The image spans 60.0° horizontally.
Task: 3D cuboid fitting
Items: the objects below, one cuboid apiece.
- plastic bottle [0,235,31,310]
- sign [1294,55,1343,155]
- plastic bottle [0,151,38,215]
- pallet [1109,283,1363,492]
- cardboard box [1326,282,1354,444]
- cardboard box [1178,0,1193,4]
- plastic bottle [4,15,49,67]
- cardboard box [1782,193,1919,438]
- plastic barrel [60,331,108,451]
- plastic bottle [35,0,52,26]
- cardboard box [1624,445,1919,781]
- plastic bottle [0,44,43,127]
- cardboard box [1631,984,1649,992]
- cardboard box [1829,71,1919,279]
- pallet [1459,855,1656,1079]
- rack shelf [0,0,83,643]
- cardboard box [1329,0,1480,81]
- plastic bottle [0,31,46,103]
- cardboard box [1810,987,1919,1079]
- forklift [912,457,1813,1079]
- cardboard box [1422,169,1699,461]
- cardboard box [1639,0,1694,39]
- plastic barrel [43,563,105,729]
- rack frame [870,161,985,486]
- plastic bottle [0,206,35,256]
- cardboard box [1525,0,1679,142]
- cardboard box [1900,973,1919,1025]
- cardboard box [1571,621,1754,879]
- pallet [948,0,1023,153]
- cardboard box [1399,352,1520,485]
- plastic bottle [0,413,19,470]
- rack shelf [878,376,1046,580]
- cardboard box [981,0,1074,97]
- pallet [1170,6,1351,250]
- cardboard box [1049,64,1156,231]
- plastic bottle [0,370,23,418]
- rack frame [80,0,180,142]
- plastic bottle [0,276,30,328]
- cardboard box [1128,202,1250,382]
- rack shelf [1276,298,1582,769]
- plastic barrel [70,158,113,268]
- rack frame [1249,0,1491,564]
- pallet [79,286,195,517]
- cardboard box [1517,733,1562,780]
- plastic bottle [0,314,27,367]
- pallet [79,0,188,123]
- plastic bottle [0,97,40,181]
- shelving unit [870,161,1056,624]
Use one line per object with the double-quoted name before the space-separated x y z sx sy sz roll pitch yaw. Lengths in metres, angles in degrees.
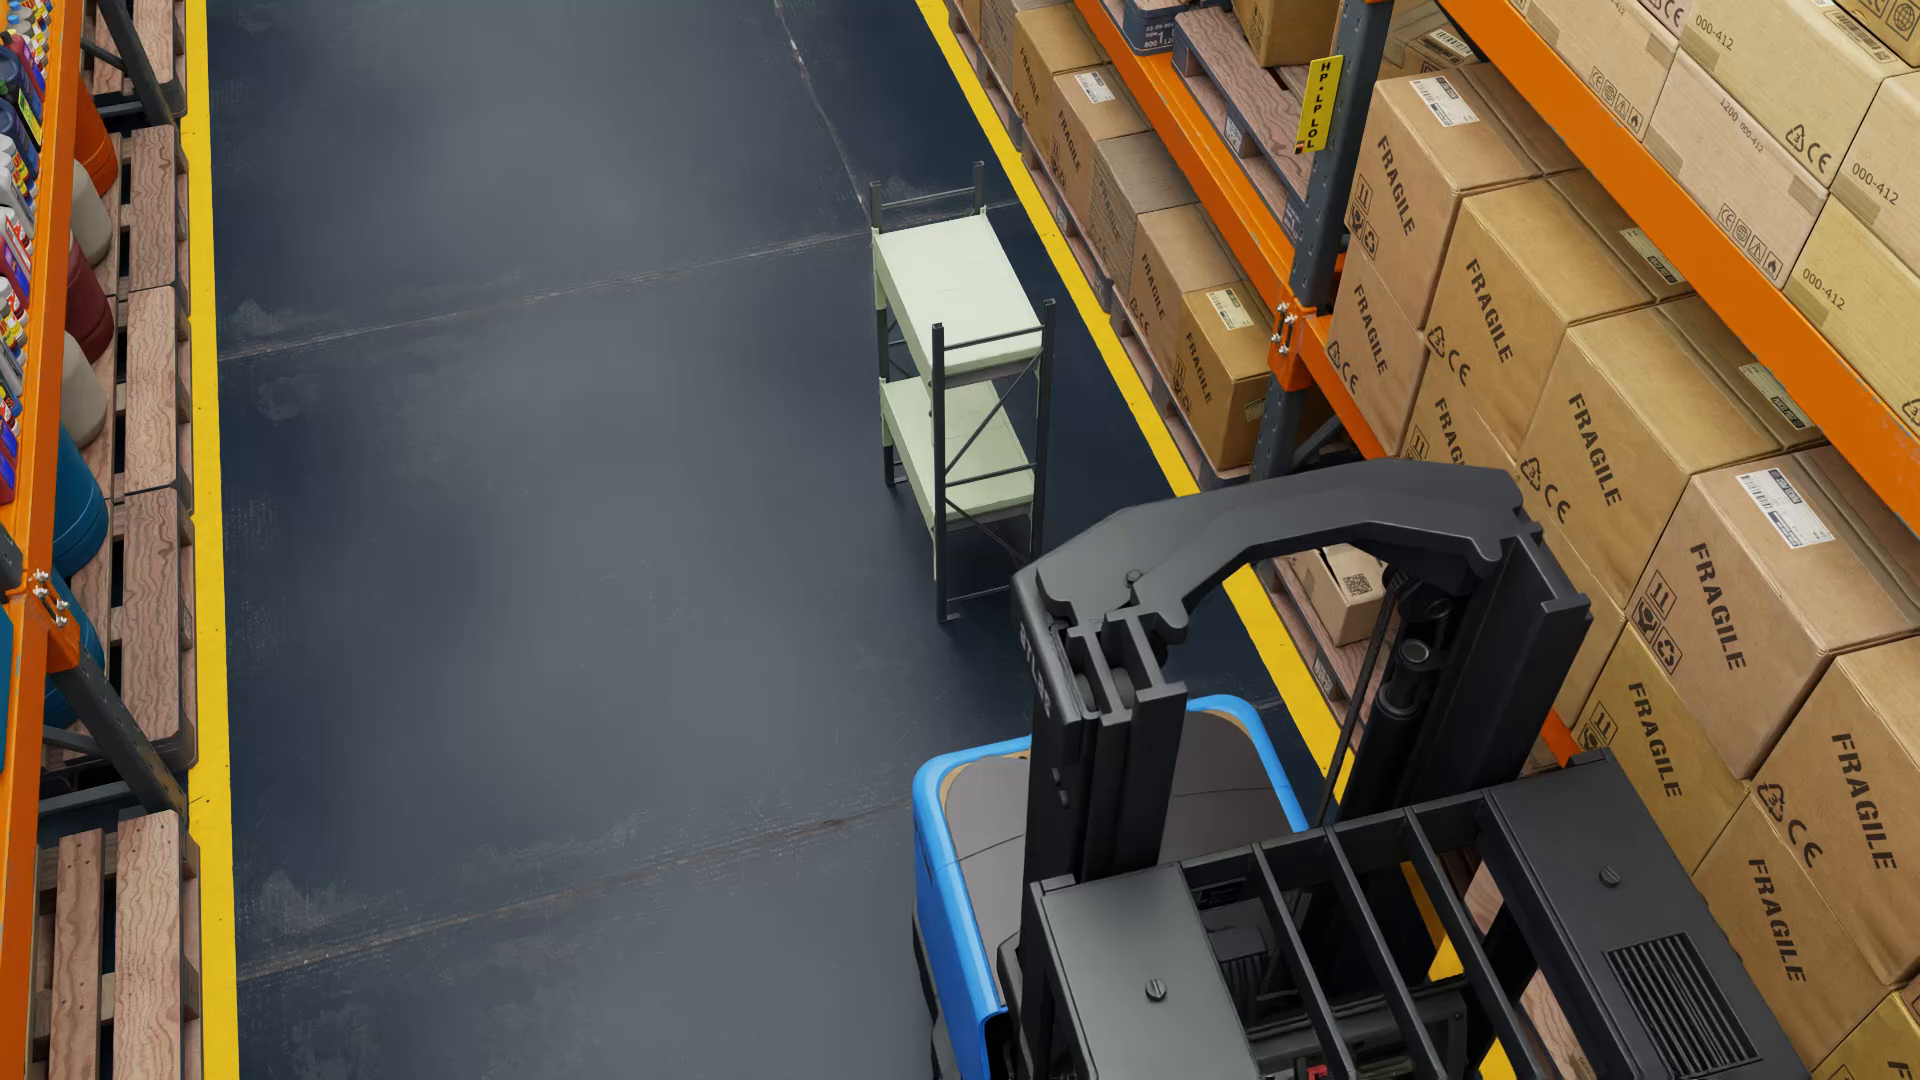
"plastic bottle" -3.112 -0.892 5.406 0.061 0.283 0.133 -13 51 -11
"sign" 1.055 -1.279 4.898 0.100 0.325 0.005 -13 51 -11
"plastic bottle" -3.272 -1.236 5.704 0.097 0.271 0.097 0 50 0
"pallet" 1.308 -0.720 7.009 1.003 0.211 1.213 -13 51 -11
"cardboard box" 1.674 -0.778 6.581 0.500 0.500 0.500 -15 52 -13
"cardboard box" 1.003 -2.477 6.326 0.700 0.500 0.500 -25 54 -20
"plastic bottle" -3.547 -1.891 6.302 0.097 0.201 0.097 0 50 0
"cardboard box" 1.933 -0.445 3.089 0.500 0.250 0.500 -13 51 -11
"plastic barrel" -3.584 -0.601 6.437 0.421 0.512 0.421 0 50 0
"plastic bottle" -3.633 -2.104 6.482 0.097 0.201 0.097 0 50 0
"cardboard box" 1.913 0.149 3.733 0.500 0.500 0.500 -12 51 -10
"plastic bottle" -3.459 -1.662 6.011 0.144 0.351 0.185 -13 51 -11
"cardboard box" 2.145 1.000 5.079 0.797 0.503 0.637 -13 51 -11
"cardboard box" 1.925 -0.604 2.896 0.500 0.250 0.500 -13 51 -11
"pallet" 2.151 1.260 5.340 1.003 0.211 1.213 -13 51 -11
"rack shelf" -3.740 -1.145 6.014 1.077 0.370 4.000 -13 51 -11
"cardboard box" 1.658 -1.598 5.585 0.700 0.500 0.500 -30 56 -23
"plastic bottle" -3.466 -1.766 6.143 0.061 0.283 0.133 -13 51 -11
"cardboard box" 2.218 1.212 3.491 0.500 0.500 0.500 -13 51 -11
"forklift" 0.717 1.362 3.475 1.130 2.935 3.031 -11 51 -9
"cardboard box" 1.608 -0.604 4.367 0.500 0.500 0.500 -15 51 -12
"cardboard box" 1.640 -1.337 3.514 0.500 0.250 0.500 -13 51 -11
"plastic barrel" -3.293 0.224 5.487 0.600 0.901 0.708 -13 51 -11
"rack frame" -0.110 -0.756 6.196 0.400 1.500 0.023 -13 51 -11
"plastic bottle" -3.203 -1.044 5.587 0.097 0.201 0.097 0 50 0
"cardboard box" 1.636 -1.175 3.704 0.500 0.250 0.500 -13 51 -11
"cardboard box" 2.223 0.902 3.098 0.500 0.500 0.500 -12 51 -10
"cardboard box" 1.927 0.478 4.109 0.500 0.500 0.500 -14 51 -11
"pallet" 0.586 -2.502 8.511 1.003 0.211 1.213 -13 51 -11
"cardboard box" 1.629 -0.259 4.730 0.500 0.500 0.500 -13 51 -10
"plastic bottle" -2.889 -0.340 4.941 0.061 0.283 0.133 -13 51 -11
"rack shelf" -0.002 -0.278 6.220 0.431 0.370 0.720 -13 51 -11
"cardboard box" 0.423 -2.513 8.043 0.500 0.500 0.500 -15 51 -12
"pallet" 1.452 -1.580 6.035 1.003 0.211 1.213 -13 51 -11
"cardboard box" 0.726 -1.765 7.413 0.500 0.500 0.500 -15 51 -12
"plastic bottle" -2.969 -0.488 5.073 0.097 0.271 0.097 0 50 0
"rack frame" -4.331 -2.838 6.970 1.000 3.000 0.127 -13 51 -11
"plastic bottle" -3.095 -0.777 5.363 0.097 0.201 0.097 0 50 0
"cardboard box" 1.026 -1.028 6.792 0.500 0.500 0.500 -13 51 -11
"rack shelf" 2.176 0.659 4.493 1.077 0.370 4.000 -13 51 -11
"plastic barrel" -3.918 -1.426 7.132 0.421 0.512 0.421 0 50 0
"rack frame" 1.584 -1.033 5.449 1.000 3.000 0.127 -13 51 -11
"pallet" -3.701 -0.483 6.809 1.003 0.211 1.213 -13 51 -11
"cardboard box" 1.767 0.723 5.534 0.380 0.166 0.250 -13 51 -11
"plastic bottle" -3.038 -0.657 5.216 0.097 0.271 0.097 0 50 0
"pallet" -4.524 -2.514 8.521 1.003 0.211 1.213 -13 51 -11
"plastic bottle" -3.365 -1.430 5.816 0.144 0.351 0.185 -13 51 -11
"shelving unit" -0.002 -0.488 5.970 0.431 1.500 0.755 -13 51 -11
